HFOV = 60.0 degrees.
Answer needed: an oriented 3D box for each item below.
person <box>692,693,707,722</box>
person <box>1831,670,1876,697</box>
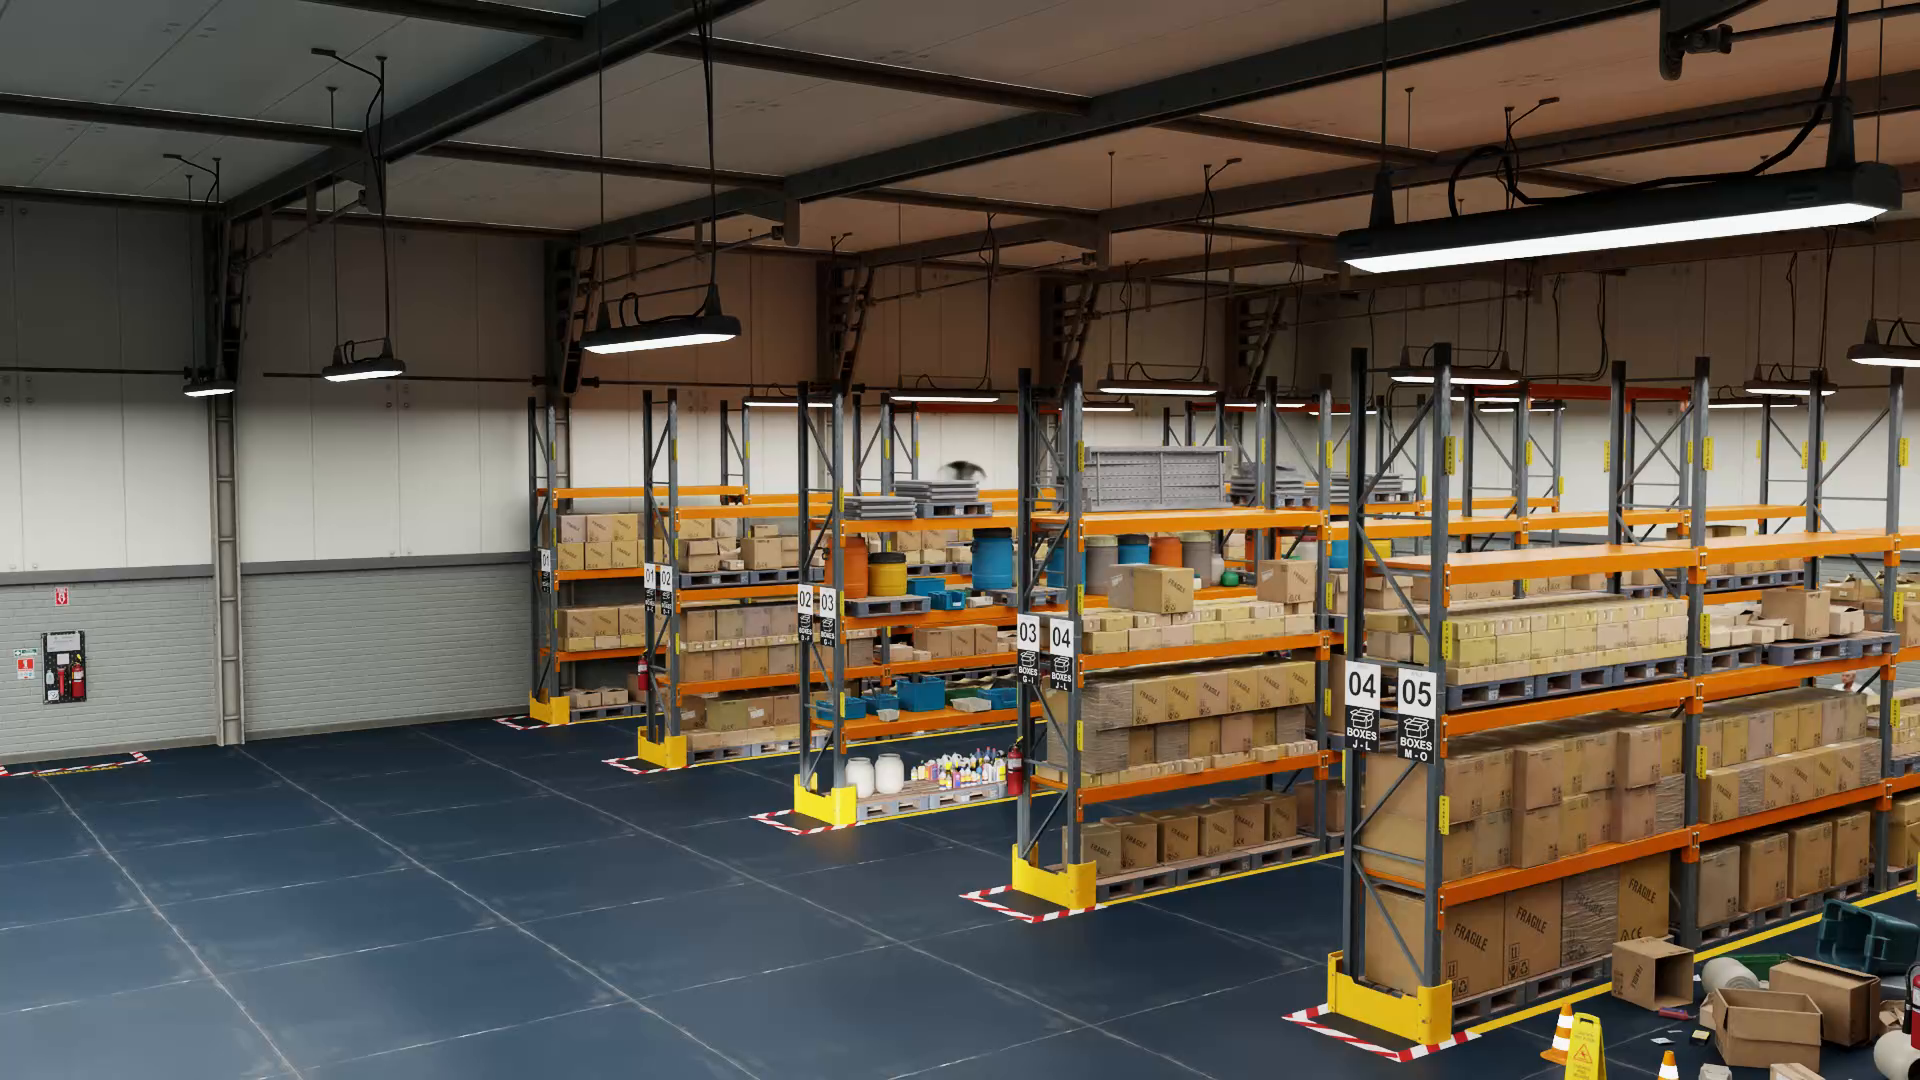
[{"bbox_3d":[-4.726,2.597,29.949,0.602,1.603,0.917,1,4,18],"label":"person"},{"bbox_3d":[13.338,2.810,24.947,0.843,1.780,0.692,-2,4,-36],"label":"person"}]
